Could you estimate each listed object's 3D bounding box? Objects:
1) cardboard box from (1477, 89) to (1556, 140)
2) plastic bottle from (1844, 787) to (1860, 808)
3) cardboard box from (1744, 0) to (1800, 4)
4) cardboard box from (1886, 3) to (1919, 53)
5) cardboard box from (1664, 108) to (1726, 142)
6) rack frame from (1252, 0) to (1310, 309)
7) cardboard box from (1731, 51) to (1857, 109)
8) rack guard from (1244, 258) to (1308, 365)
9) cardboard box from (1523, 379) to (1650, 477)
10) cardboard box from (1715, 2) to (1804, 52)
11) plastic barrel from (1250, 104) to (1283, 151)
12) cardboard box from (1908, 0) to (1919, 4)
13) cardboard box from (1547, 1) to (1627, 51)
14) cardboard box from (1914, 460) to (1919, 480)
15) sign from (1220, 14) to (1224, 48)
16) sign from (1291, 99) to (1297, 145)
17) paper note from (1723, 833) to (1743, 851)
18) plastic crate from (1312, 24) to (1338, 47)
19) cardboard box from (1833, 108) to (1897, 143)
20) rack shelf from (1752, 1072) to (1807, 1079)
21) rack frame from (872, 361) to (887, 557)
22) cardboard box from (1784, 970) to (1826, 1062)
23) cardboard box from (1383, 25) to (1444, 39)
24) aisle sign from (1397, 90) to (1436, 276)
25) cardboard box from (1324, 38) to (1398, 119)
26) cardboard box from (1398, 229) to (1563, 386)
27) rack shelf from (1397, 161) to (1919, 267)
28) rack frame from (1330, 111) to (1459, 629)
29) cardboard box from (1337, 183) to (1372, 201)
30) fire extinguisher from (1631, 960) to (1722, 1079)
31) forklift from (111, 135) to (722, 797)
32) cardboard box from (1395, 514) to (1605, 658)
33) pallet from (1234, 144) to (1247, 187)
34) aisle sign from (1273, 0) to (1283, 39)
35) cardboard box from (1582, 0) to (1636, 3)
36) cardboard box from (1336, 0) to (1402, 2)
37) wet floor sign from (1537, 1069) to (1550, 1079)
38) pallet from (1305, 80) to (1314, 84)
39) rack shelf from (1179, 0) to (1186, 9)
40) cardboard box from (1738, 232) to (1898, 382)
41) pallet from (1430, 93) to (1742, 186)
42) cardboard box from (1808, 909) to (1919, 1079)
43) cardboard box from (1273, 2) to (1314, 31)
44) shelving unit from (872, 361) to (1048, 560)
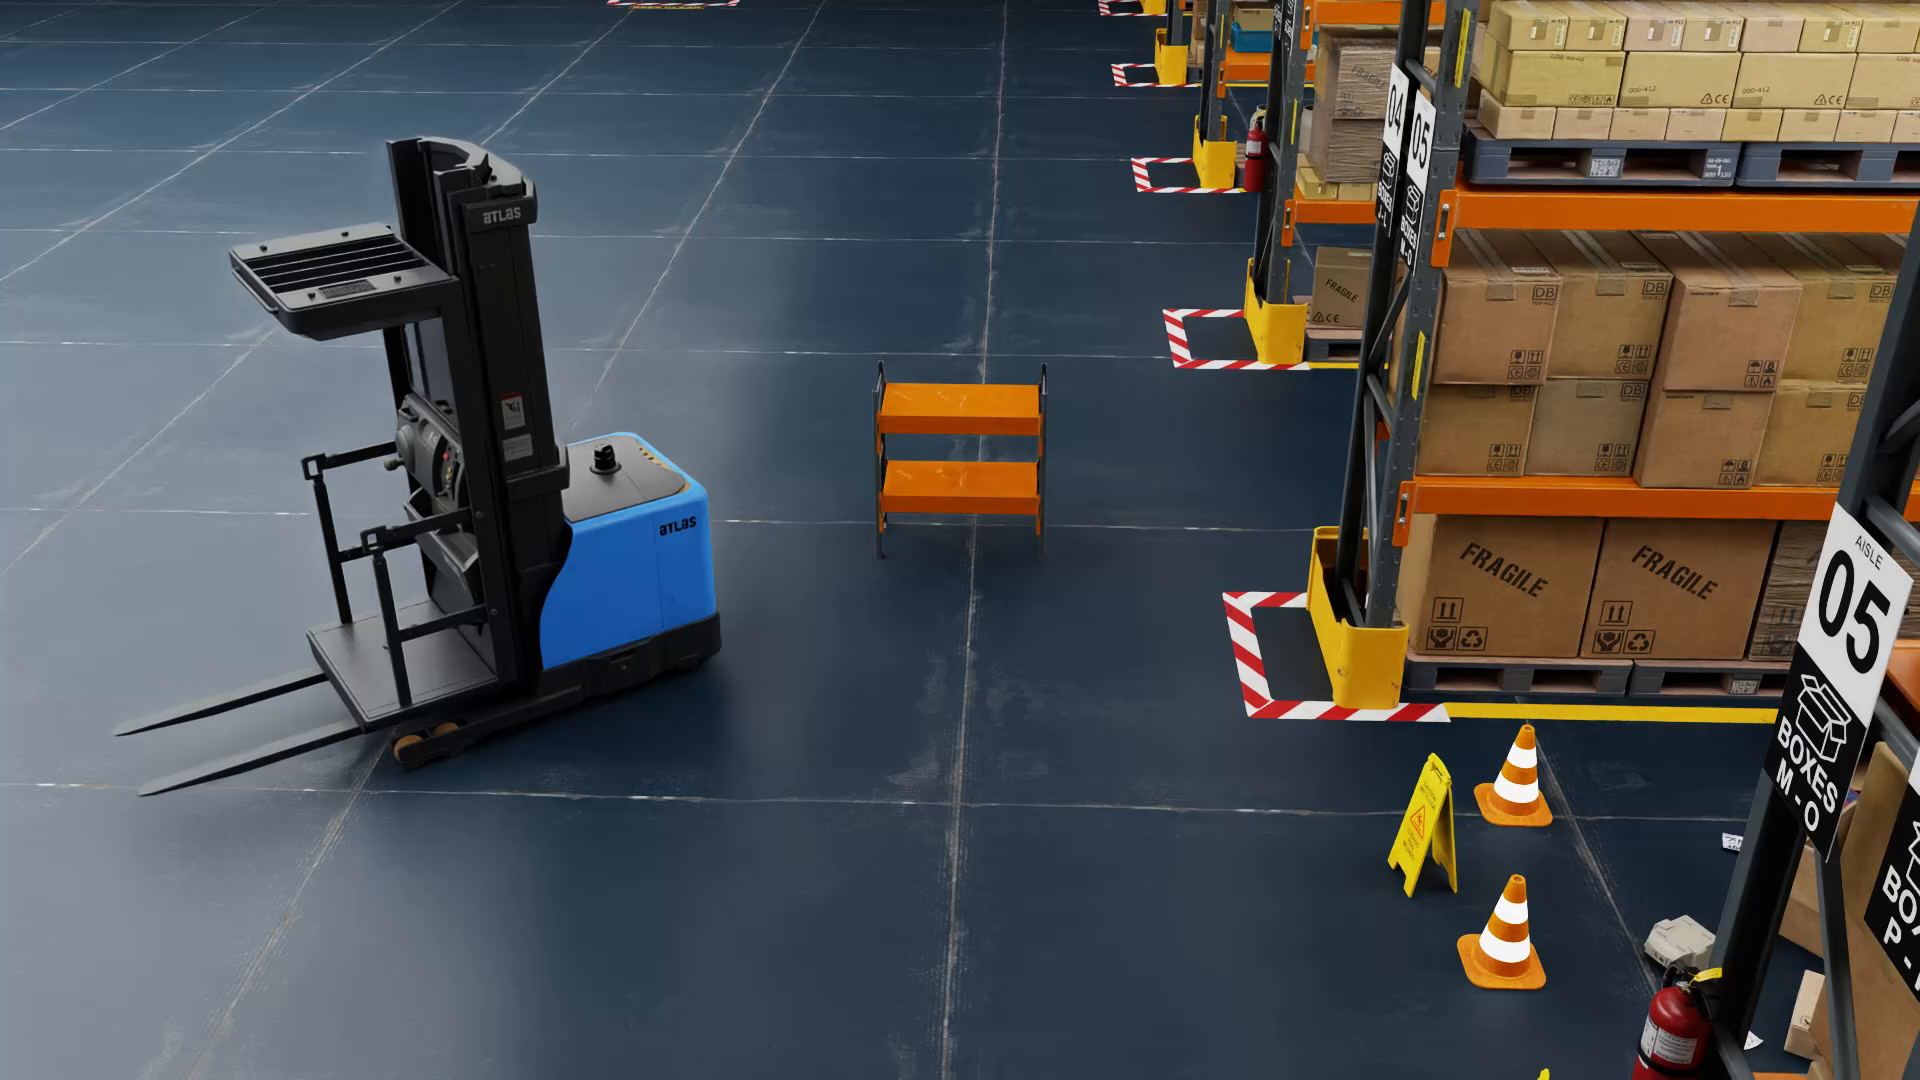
[{"bbox_3d":[2.576,-1.975,7.709,0.250,0.149,0.380,1,28,2],"label":"cardboard box"},{"bbox_3d":[4.393,1.314,8.132,0.133,0.061,0.283,-9,29,-16],"label":"plastic bottle"},{"bbox_3d":[3.864,-2.615,8.066,0.250,0.149,0.380,1,28,1],"label":"cardboard box"},{"bbox_3d":[4.348,-2.299,7.469,0.250,0.149,0.380,1,28,2],"label":"cardboard box"},{"bbox_3d":[3.335,-1.963,7.686,0.250,0.149,0.380,1,28,2],"label":"cardboard box"},{"bbox_3d":[2.521,-3.007,13.145,0.127,3.000,1.000,1,28,2],"label":"rack frame"},{"bbox_3d":[3.730,-2.163,7.638,0.500,0.250,0.500,1,28,1],"label":"cardboard box"},{"bbox_3d":[2.597,-1.901,13.728,0.348,0.500,1.175,1,28,2],"label":"rack guard"},{"bbox_3d":[3.168,-0.769,8.764,0.550,0.550,0.875,1,28,2],"label":"cardboard box"},{"bbox_3d":[3.583,-2.312,7.493,0.250,0.149,0.380,0,28,1],"label":"cardboard box"},{"bbox_3d":[3.356,-4.437,18.050,0.421,0.512,0.421,0,28,0],"label":"plastic barrel"},{"bbox_3d":[4.619,-2.603,8.042,0.250,0.149,0.380,1,28,2],"label":"cardboard box"},{"bbox_3d":[2.818,-2.324,7.516,0.250,0.149,0.380,1,28,2],"label":"cardboard box"},{"bbox_3d":[4.787,-0.750,8.728,0.550,0.550,0.875,1,28,2],"label":"cardboard box"},{"bbox_3d":[2.672,-5.190,16.968,0.005,0.325,0.100,1,28,2],"label":"sign"},{"bbox_3d":[2.502,-3.135,12.463,0.005,0.325,0.100,1,28,2],"label":"sign"},{"bbox_3d":[3.710,1.445,7.918,0.142,0.017,0.144,11,30,19],"label":"paper note"},{"bbox_3d":[3.855,-5.378,17.777,0.408,0.251,0.499,1,28,2],"label":"plastic crate"},{"bbox_3d":[4.092,-1.951,7.663,0.250,0.149,0.380,1,28,2],"label":"cardboard box"},{"bbox_3d":[4.170,1.983,4.501,4.000,0.370,1.077,1,28,2],"label":"rack shelf"},{"bbox_3d":[-0.501,-0.505,10.428,0.032,1.125,0.500,1,28,2],"label":"rack frame"},{"bbox_3d":[3.552,1.967,6.805,0.250,0.149,0.380,16,32,28],"label":"cardboard box"},{"bbox_3d":[3.579,-3.725,13.008,0.500,0.500,0.500,1,28,2],"label":"cardboard box"},{"bbox_3d":[2.163,-1.696,7.897,0.004,0.787,0.394,1,28,2],"label":"aisle sign"},{"bbox_3d":[3.061,-3.488,12.560,0.500,0.500,0.500,1,28,2],"label":"cardboard box"},{"bbox_3d":[2.614,-1.206,8.435,0.550,0.550,0.875,1,28,2],"label":"cardboard box"},{"bbox_3d":[4.244,-1.661,8.172,4.000,0.370,1.077,1,28,2],"label":"rack shelf"},{"bbox_3d":[2.245,-0.687,8.769,0.127,3.000,1.000,1,28,2],"label":"rack frame"},{"bbox_3d":[3.046,-2.767,12.960,0.250,0.149,0.380,1,28,2],"label":"cardboard box"},{"bbox_3d":[2.073,1.448,4.823,0.183,0.674,0.296,1,28,2],"label":"fire extinguisher"},{"bbox_3d":[-2.847,-0.413,8.325,3.031,2.935,1.130,-18,33,-30],"label":"forklift"},{"bbox_3d":[2.925,0.047,9.205,0.875,0.875,0.875,1,28,2],"label":"cardboard box"},{"bbox_3d":[3.585,-4.098,18.181,1.213,0.211,1.003,1,28,2],"label":"pallet"},{"bbox_3d":[2.470,-4.297,12.803,0.004,0.787,0.394,1,28,2],"label":"aisle sign"},{"bbox_3d":[3.099,-2.628,8.089,0.250,0.149,0.380,1,28,3],"label":"cardboard box"},{"bbox_3d":[2.993,-4.137,12.235,0.500,0.250,0.500,2,28,3],"label":"cardboard box"},{"bbox_3d":[2.019,2.168,5.897,0.232,0.644,0.267,11,30,19],"label":"wet floor sign"},{"bbox_3d":[4.856,-6.397,22.518,1.213,0.211,1.003,1,28,2],"label":"pallet"},{"bbox_3d":[4.873,-7.293,21.998,4.000,0.370,1.077,1,28,2],"label":"rack shelf"},{"bbox_3d":[4.256,-1.219,8.460,0.500,0.550,0.875,1,28,2],"label":"cardboard box"},{"bbox_3d":[2.987,-1.966,8.073,1.213,0.211,1.003,1,28,2],"label":"pallet"},{"bbox_3d":[2.723,1.336,4.528,0.500,0.500,0.500,0,28,1],"label":"cardboard box"},{"bbox_3d":[4.402,-6.823,22.031,0.500,0.500,0.500,1,28,2],"label":"cardboard box"},{"bbox_3d":[0.007,-0.497,10.412,1.048,1.125,0.538,1,28,2],"label":"shelving unit"}]
